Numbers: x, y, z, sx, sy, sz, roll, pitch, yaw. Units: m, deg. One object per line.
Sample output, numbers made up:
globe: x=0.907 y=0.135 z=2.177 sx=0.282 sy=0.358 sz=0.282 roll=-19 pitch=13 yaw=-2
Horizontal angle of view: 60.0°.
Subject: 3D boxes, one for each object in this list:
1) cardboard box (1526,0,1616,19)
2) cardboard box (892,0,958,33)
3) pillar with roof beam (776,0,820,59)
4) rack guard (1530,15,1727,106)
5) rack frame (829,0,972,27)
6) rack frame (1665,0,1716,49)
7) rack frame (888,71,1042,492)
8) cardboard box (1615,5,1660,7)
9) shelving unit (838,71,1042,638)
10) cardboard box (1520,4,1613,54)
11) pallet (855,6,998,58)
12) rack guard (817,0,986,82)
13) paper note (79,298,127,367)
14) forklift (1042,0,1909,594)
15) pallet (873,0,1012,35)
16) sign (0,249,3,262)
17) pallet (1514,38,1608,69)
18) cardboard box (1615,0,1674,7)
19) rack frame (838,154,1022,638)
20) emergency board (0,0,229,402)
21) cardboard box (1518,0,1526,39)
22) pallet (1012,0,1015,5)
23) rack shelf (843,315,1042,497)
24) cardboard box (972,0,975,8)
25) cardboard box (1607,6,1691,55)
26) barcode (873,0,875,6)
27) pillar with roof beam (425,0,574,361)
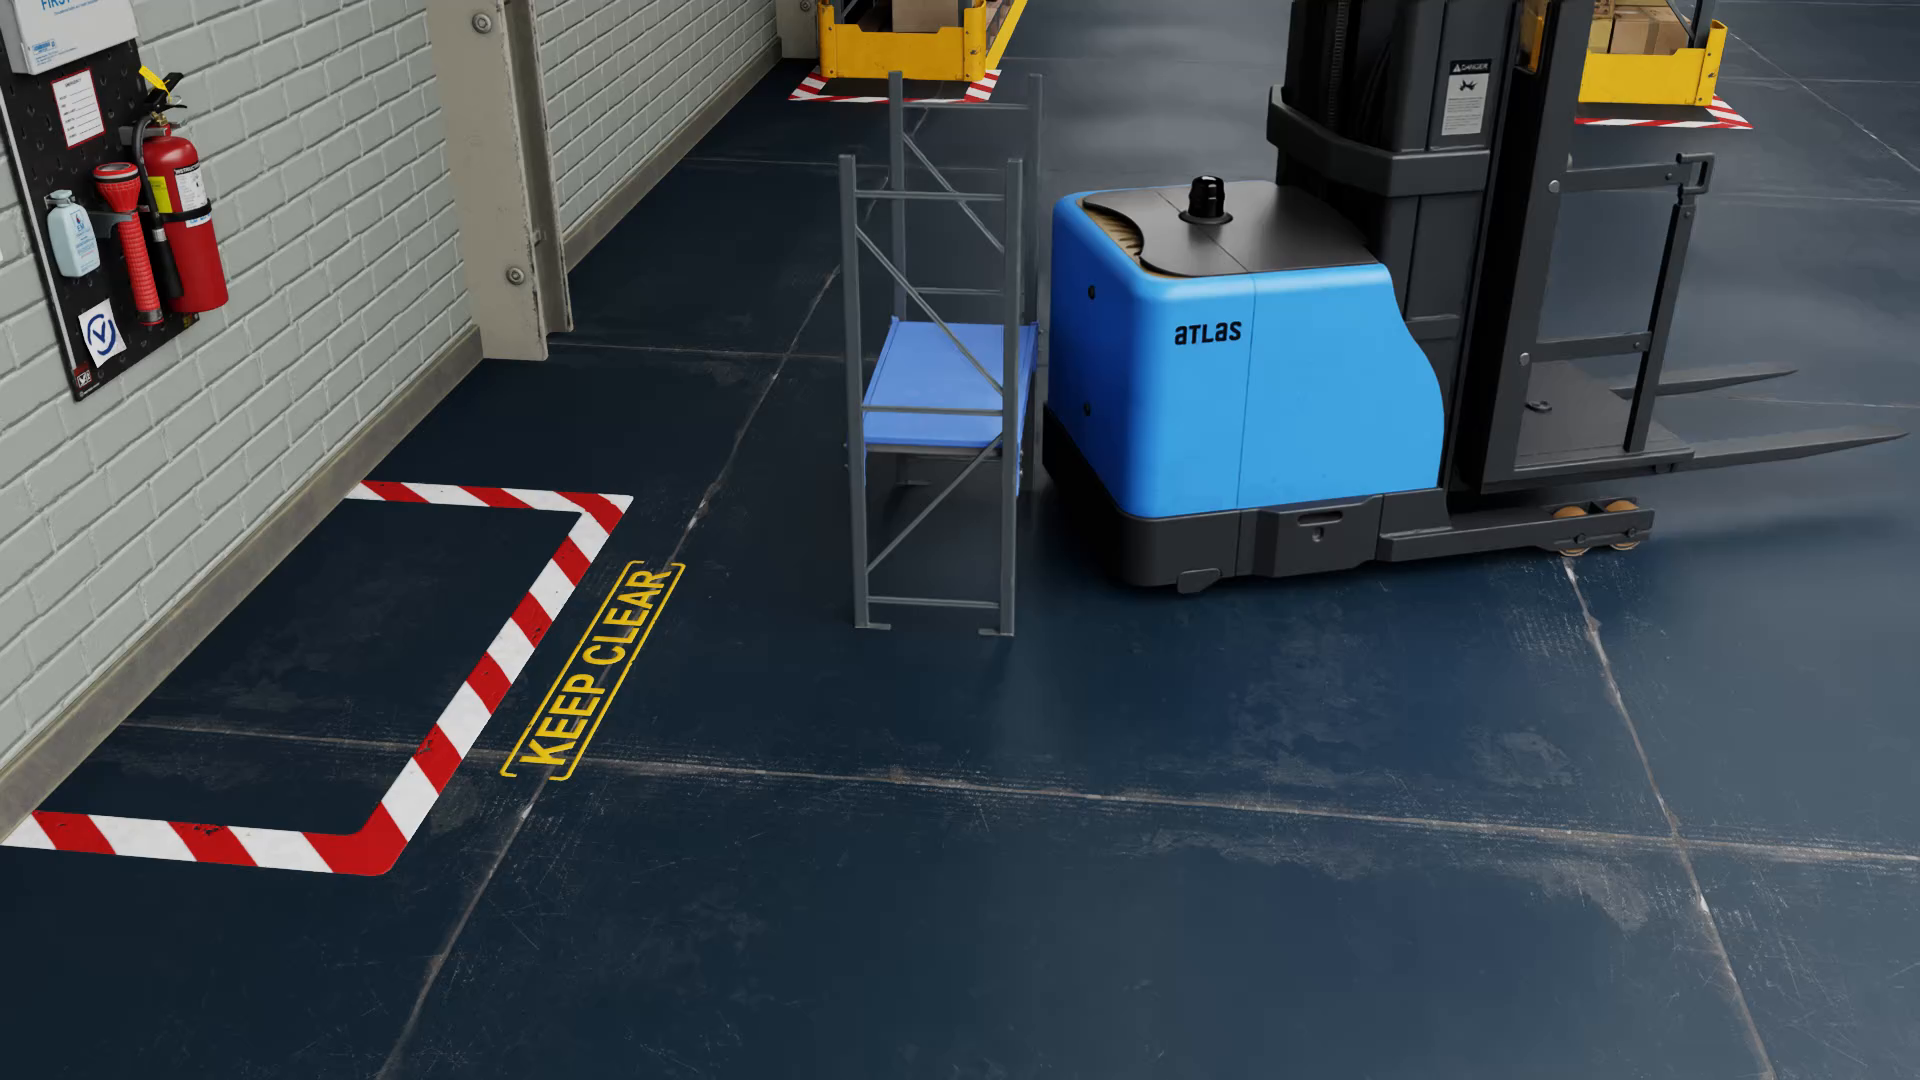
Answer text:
cardboard box: x=4.269 y=-3.931 z=11.549 sx=0.500 sy=0.500 sz=0.500 roll=3 pitch=28 yaw=6
cardboard box: x=-0.245 y=-3.973 z=12.333 sx=0.500 sy=0.311 sz=0.500 roll=0 pitch=28 yaw=0
pillar with roof beam: x=3.081 y=-7.413 z=10.023 sx=9.100 sy=9.000 sz=0.400 roll=3 pitch=28 yaw=6
rack guard: x=4.495 y=-3.245 z=11.246 sx=1.175 sy=0.500 sz=0.348 roll=3 pitch=28 yaw=6
rack frame: x=-0.419 y=-4.643 z=11.205 sx=1.000 sy=3.000 sz=0.127 roll=3 pitch=28 yaw=6
rack frame: x=4.498 y=-4.357 z=10.674 sx=1.000 sy=3.000 sz=0.127 roll=3 pitch=28 yaw=6
rack frame: x=0.017 y=-0.855 z=5.755 sx=0.500 sy=1.500 sz=0.032 roll=3 pitch=28 yaw=5
cardboard box: x=4.842 y=-3.806 z=12.108 sx=0.500 sy=0.250 sz=0.500 roll=3 pitch=28 yaw=6
shelving unit: x=-0.032 y=-0.615 z=5.310 sx=0.538 sy=1.500 sz=1.048 roll=3 pitch=28 yaw=5
cardboard box: x=4.271 y=-3.601 z=11.727 sx=0.500 sy=0.250 sz=0.500 roll=3 pitch=28 yaw=6
pallet: x=-0.275 y=-3.831 z=12.639 sx=1.003 sy=0.211 sz=1.213 roll=3 pitch=28 yaw=6
rack guard: x=-0.409 y=-3.578 z=11.864 sx=1.175 sy=0.500 sz=0.348 roll=3 pitch=28 yaw=6
paper note: x=-2.357 y=-0.570 z=4.574 sx=0.016 sy=0.148 sz=0.142 roll=3 pitch=28 yaw=6
forklift: x=1.875 y=-1.472 z=5.392 sx=3.031 sy=2.935 sz=1.130 roll=-6 pitch=29 yaw=-12
pallet: x=-0.123 y=-4.404 z=13.702 sx=1.003 sy=0.211 sz=1.213 roll=3 pitch=28 yaw=6
sign: x=-2.437 y=-0.799 z=4.032 sx=0.001 sy=0.329 sz=0.234 roll=3 pitch=28 yaw=6
pallet: x=4.550 y=-3.491 z=12.008 sx=1.003 sy=0.211 sz=1.213 roll=3 pitch=28 yaw=6
cardboard box: x=4.844 y=-4.136 z=11.930 sx=0.500 sy=0.500 sz=0.500 roll=3 pitch=28 yaw=6
rack frame: x=-0.081 y=-0.375 z=4.864 sx=0.500 sy=1.500 sz=0.032 roll=3 pitch=28 yaw=5
emergency board: x=-2.267 y=-1.037 z=4.513 sx=0.194 sy=1.169 sz=0.643 roll=3 pitch=28 yaw=6
cardboard box: x=4.320 y=-3.837 z=12.165 sx=0.500 sy=0.250 sz=0.500 roll=3 pitch=28 yaw=6
pallet: x=0.024 y=-4.980 z=14.771 sx=1.003 sy=0.211 sz=1.213 roll=3 pitch=28 yaw=6
rack shelf: x=-0.032 y=-0.456 z=5.395 sx=0.538 sy=0.185 sz=1.000 roll=3 pitch=28 yaw=5
cardboard box: x=-0.175 y=-4.242 z=12.831 sx=0.500 sy=0.311 sz=0.500 roll=6 pitch=29 yaw=10
cardboard box: x=4.785 y=-3.570 z=11.671 sx=0.500 sy=0.250 sz=0.500 roll=3 pitch=28 yaw=6
barcode: x=-0.639 y=-4.009 z=12.390 sx=0.001 sy=0.075 sz=0.075 roll=3 pitch=28 yaw=6
pillar with roof beam: x=2.346 y=-4.589 z=4.780 sx=9.100 sy=9.000 sz=0.400 roll=3 pitch=28 yaw=6
